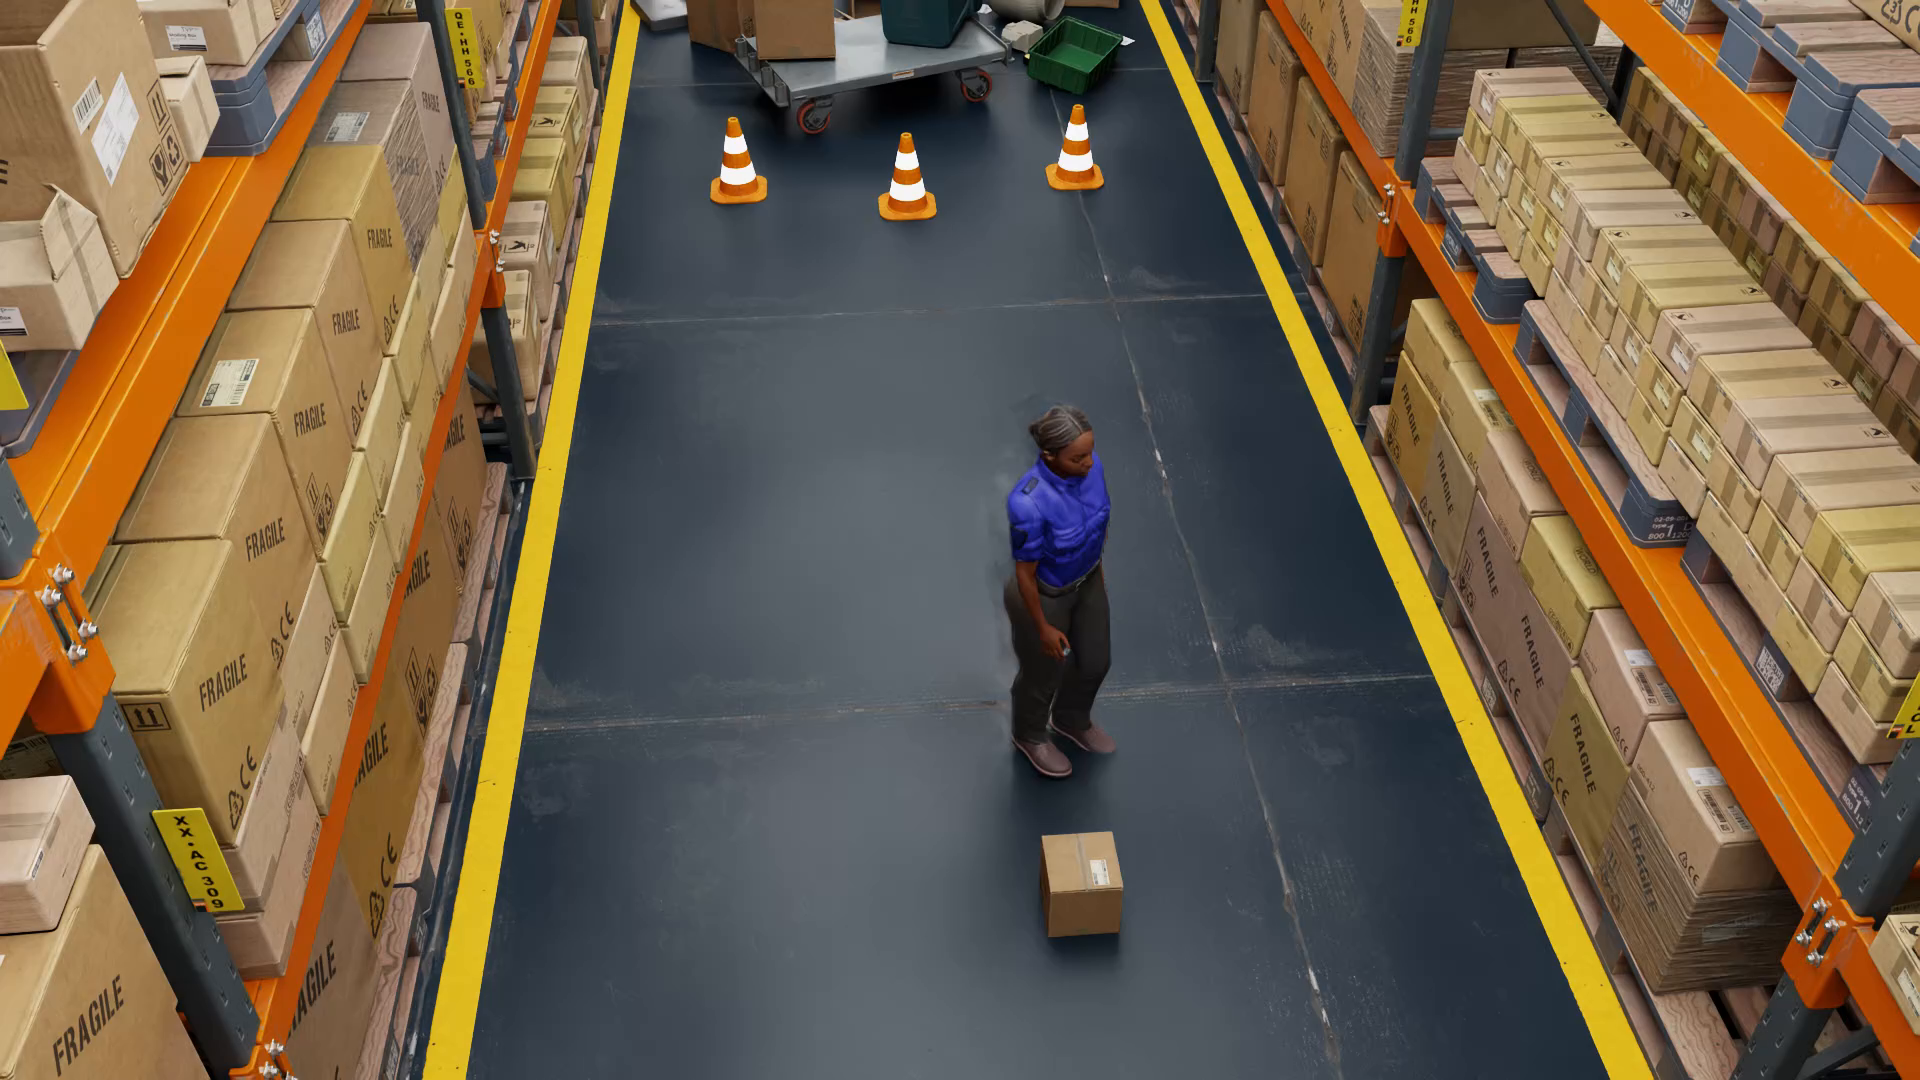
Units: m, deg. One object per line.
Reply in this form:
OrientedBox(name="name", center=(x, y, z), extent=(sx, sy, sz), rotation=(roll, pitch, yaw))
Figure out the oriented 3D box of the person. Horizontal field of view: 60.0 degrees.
OrientedBox(name="person", center=(0.354, 0.209, 5.918), extent=(0.331, 1.710, 0.483), rotation=(30, 48, 31))
